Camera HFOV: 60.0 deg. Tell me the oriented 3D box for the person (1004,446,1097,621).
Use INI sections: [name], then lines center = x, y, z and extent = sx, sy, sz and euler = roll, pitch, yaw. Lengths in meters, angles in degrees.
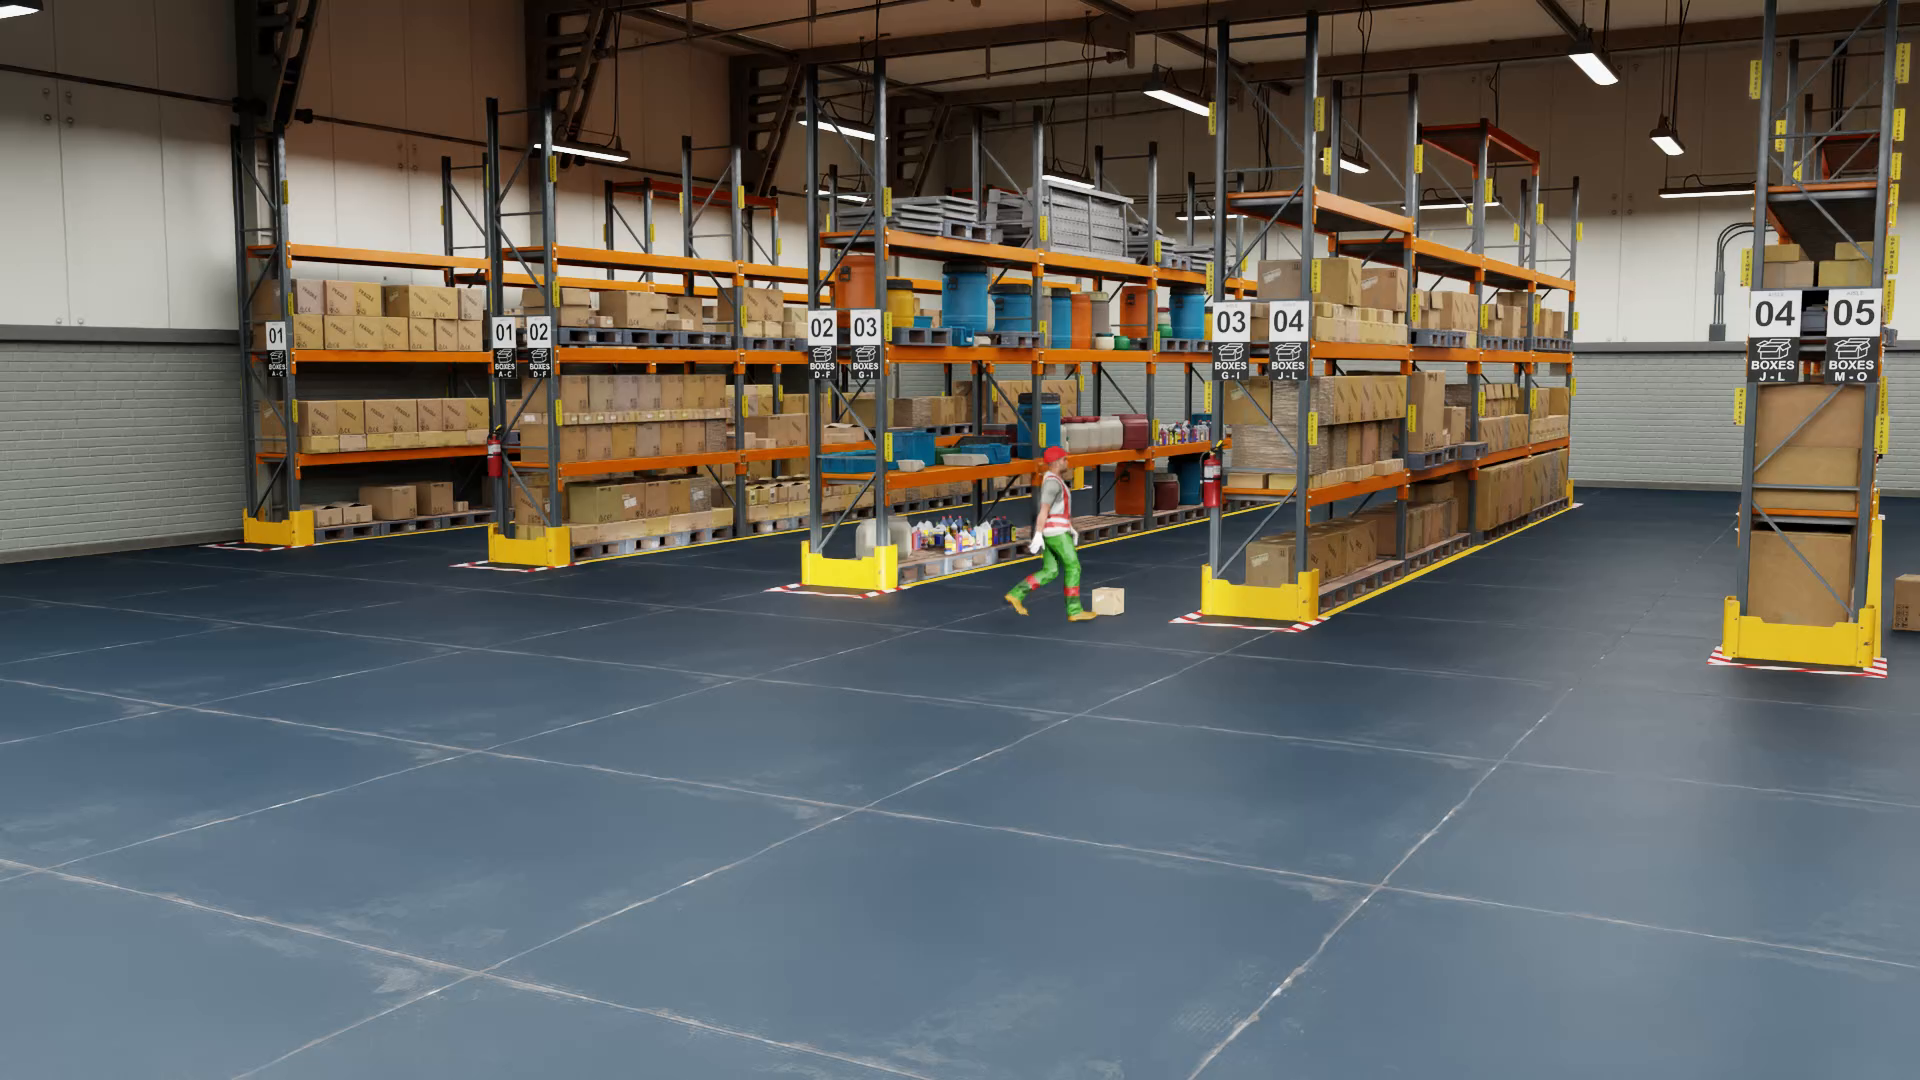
[person]
center = 0.912, -0.064, 16.653
extent = 0.936, 1.755, 0.575
euler = 0, 6, -1
